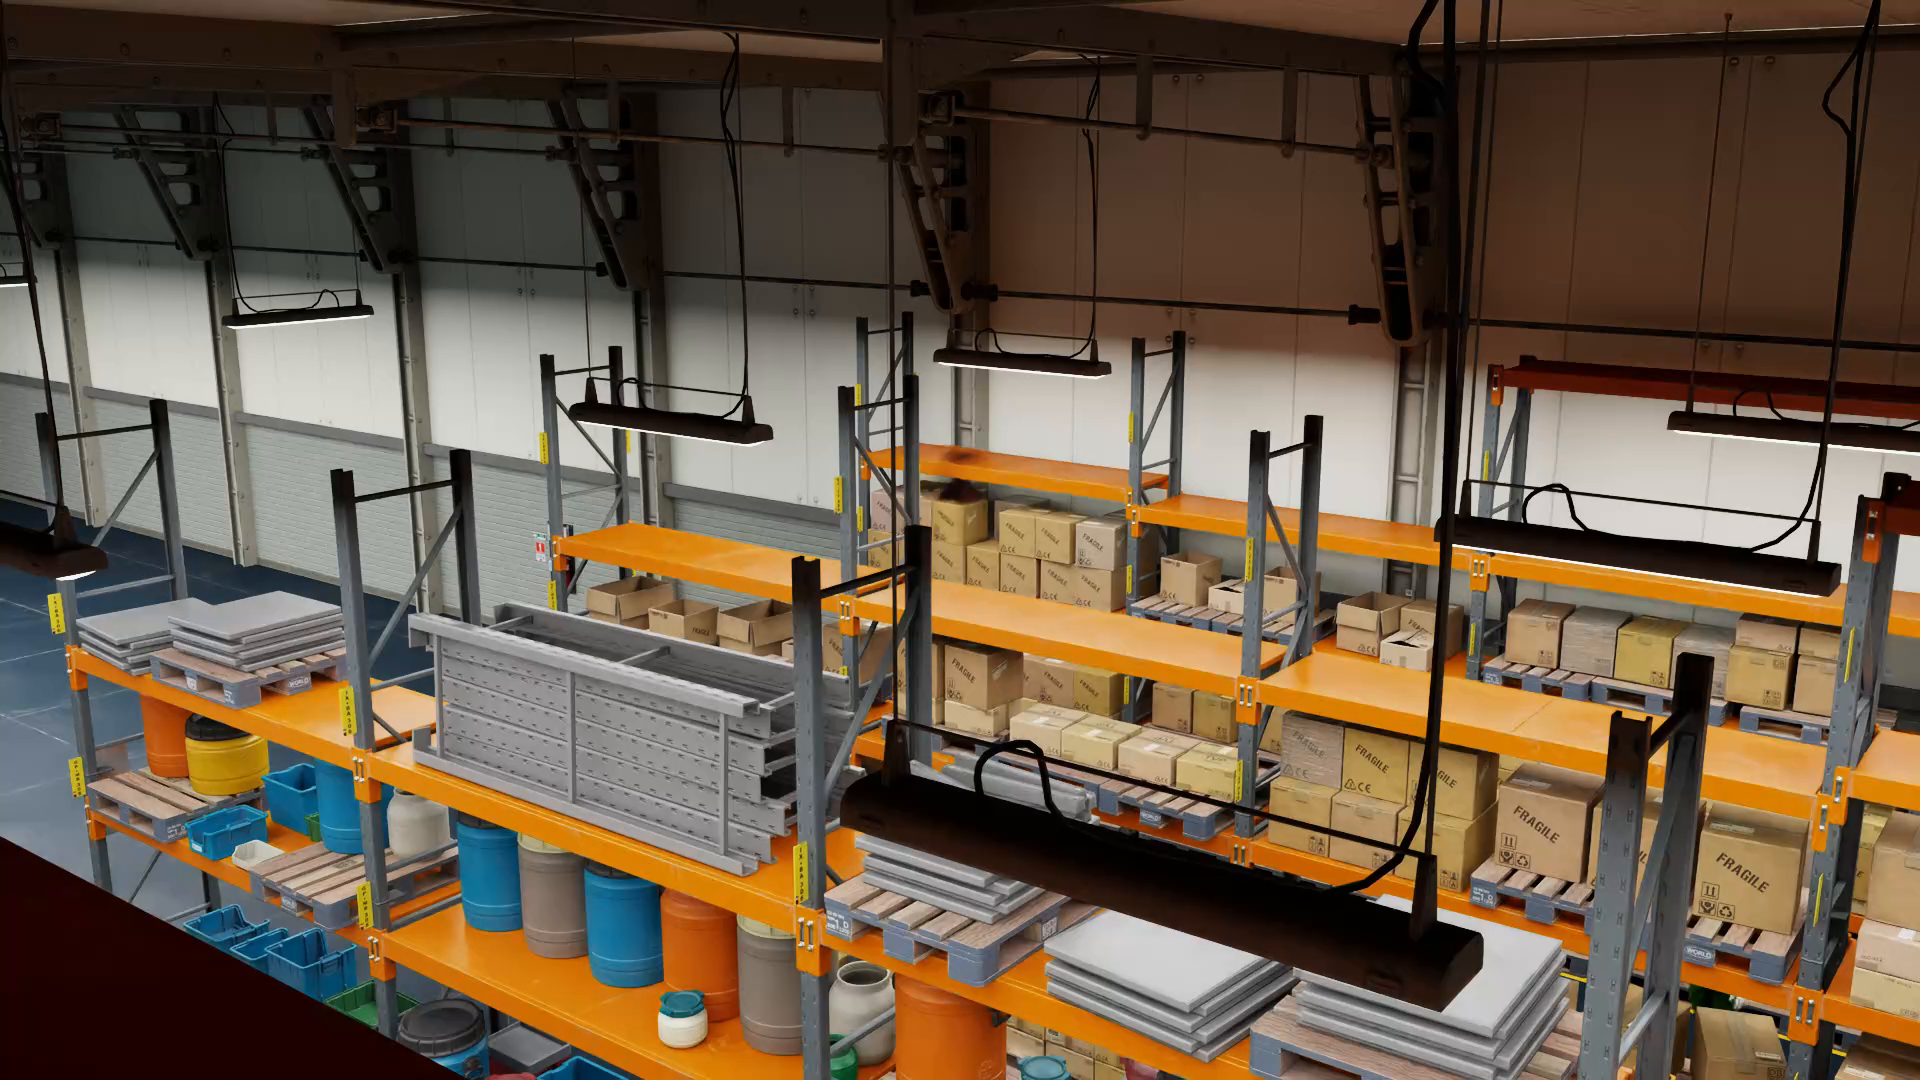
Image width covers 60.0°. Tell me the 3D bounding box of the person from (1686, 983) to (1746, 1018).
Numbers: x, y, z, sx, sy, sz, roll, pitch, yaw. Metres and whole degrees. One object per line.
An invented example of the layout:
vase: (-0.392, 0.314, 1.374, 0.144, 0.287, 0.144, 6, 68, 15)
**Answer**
person: (6.663, 3.871, 14.640, 0.400, 1.807, 0.635, -9, 16, -35)
